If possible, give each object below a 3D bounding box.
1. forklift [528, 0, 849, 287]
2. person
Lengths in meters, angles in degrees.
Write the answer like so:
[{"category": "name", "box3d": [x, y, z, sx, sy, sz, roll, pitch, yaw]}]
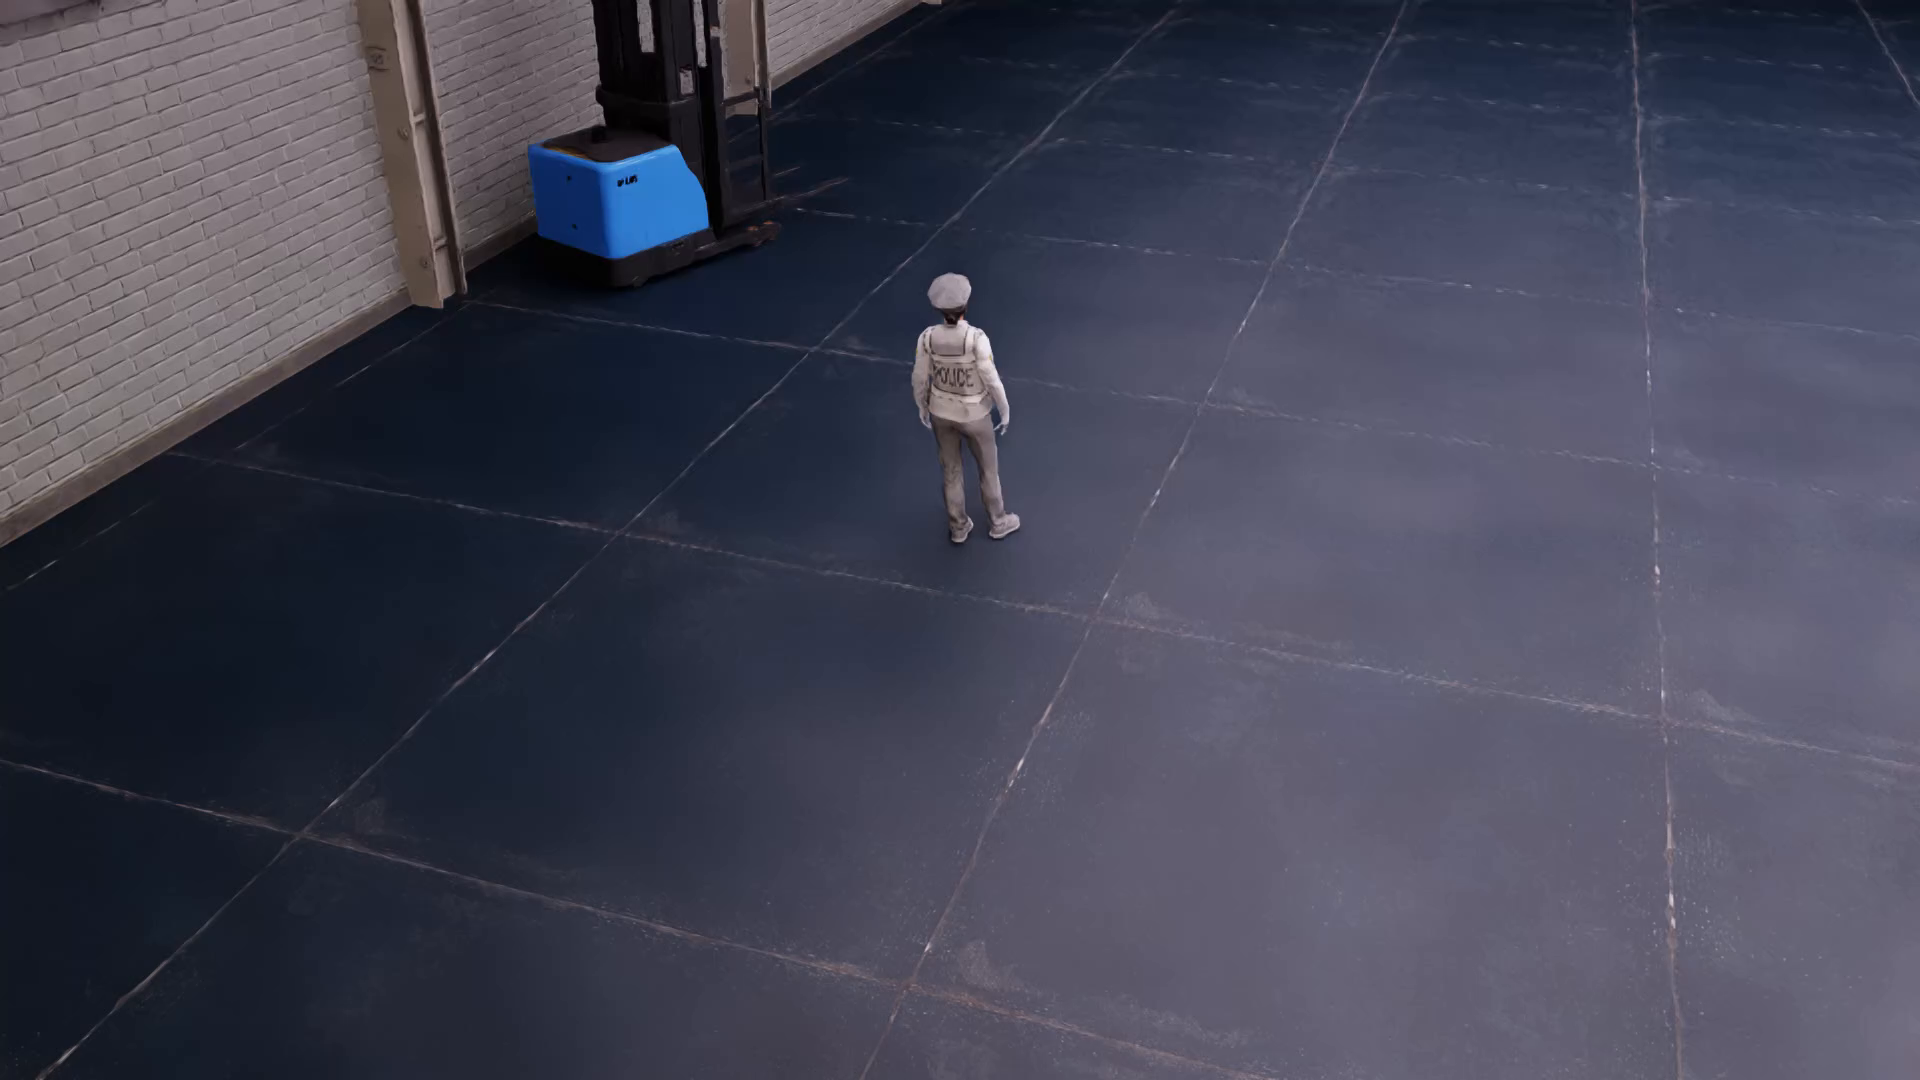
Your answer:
[{"category": "forklift", "box3d": [-2.247, -4.000, 14.154, 1.130, 2.935, 3.031, 22, 36, 33]}, {"category": "person", "box3d": [0.029, -0.773, 9.727, 0.586, 1.695, 0.533, 10, 31, 16]}]
